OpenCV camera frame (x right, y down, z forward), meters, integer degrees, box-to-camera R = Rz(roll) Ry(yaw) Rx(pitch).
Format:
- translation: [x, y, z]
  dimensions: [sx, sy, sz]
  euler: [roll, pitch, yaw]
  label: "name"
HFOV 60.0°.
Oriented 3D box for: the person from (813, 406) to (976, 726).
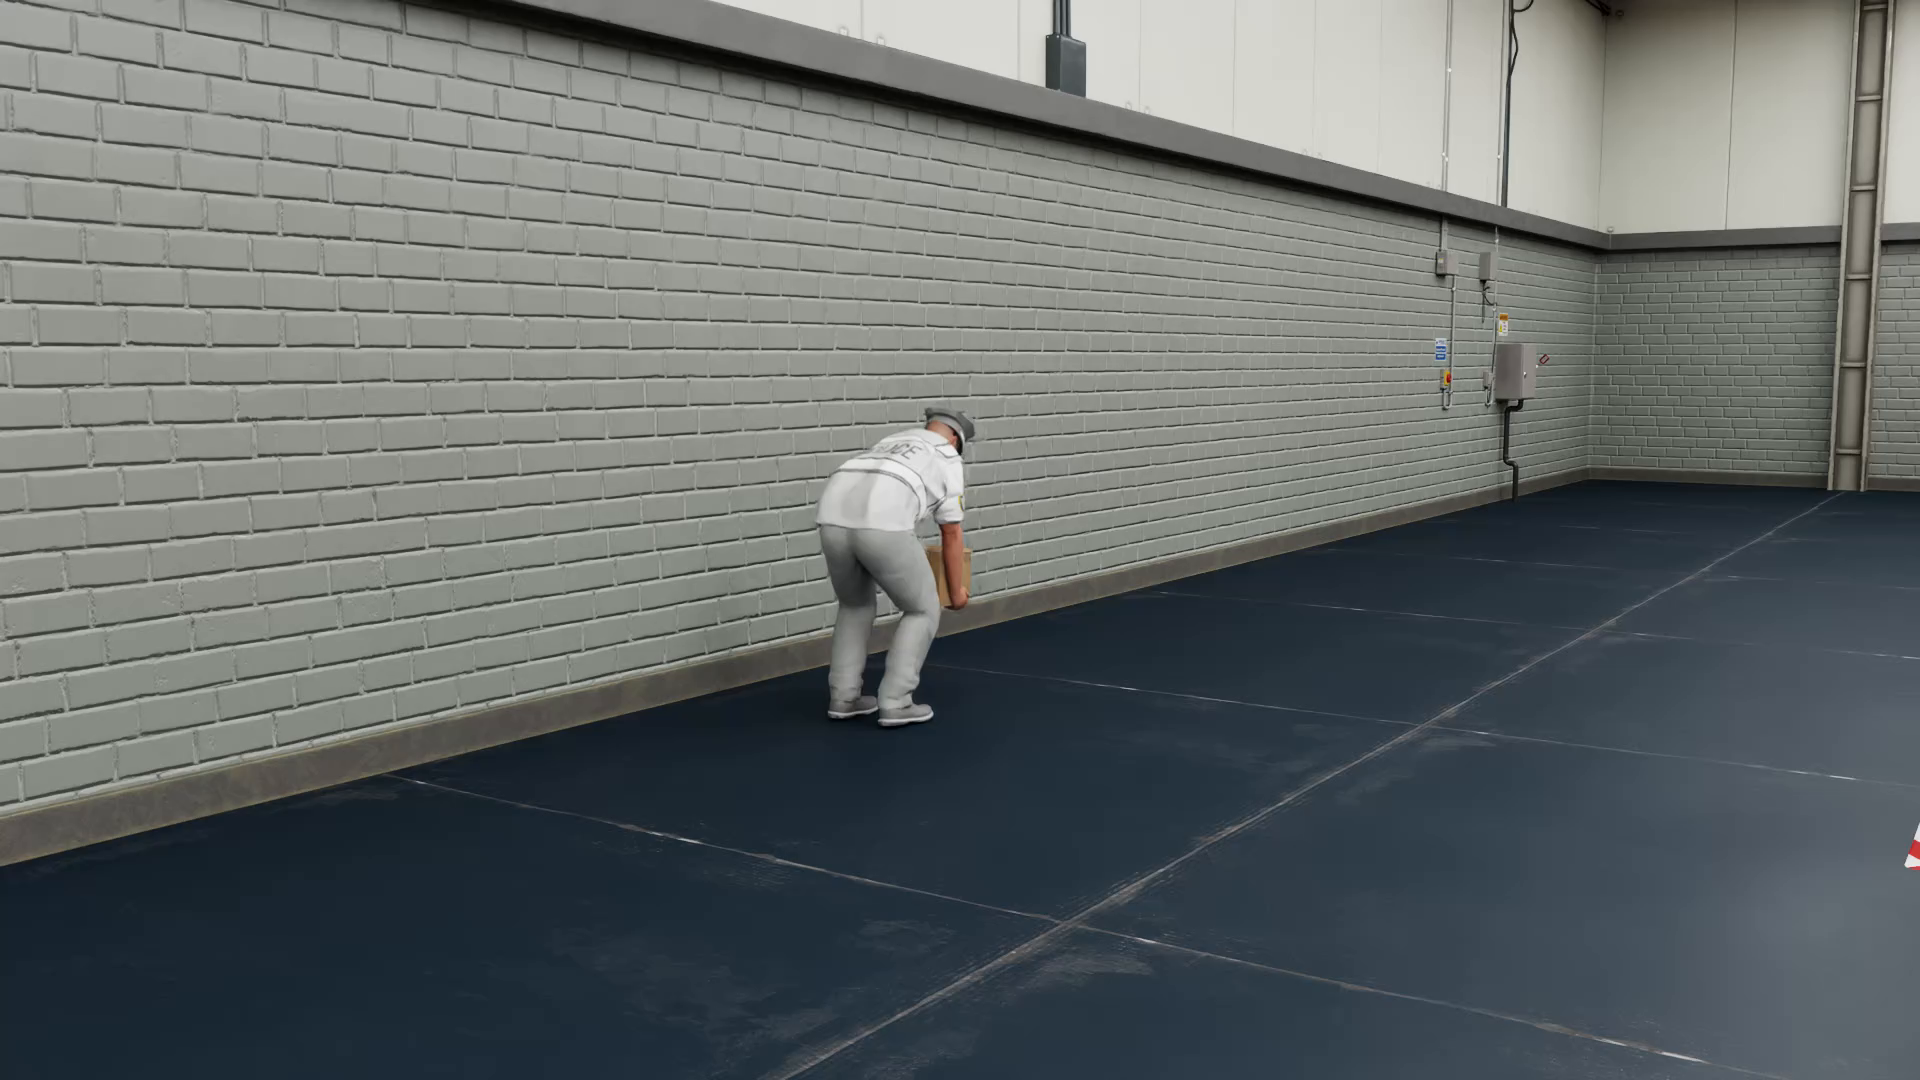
- translation: [-0.237, 0.093, 7.305]
  dimensions: [0.495, 1.341, 0.987]
  euler: [4, 7, 32]
  label: "person"
